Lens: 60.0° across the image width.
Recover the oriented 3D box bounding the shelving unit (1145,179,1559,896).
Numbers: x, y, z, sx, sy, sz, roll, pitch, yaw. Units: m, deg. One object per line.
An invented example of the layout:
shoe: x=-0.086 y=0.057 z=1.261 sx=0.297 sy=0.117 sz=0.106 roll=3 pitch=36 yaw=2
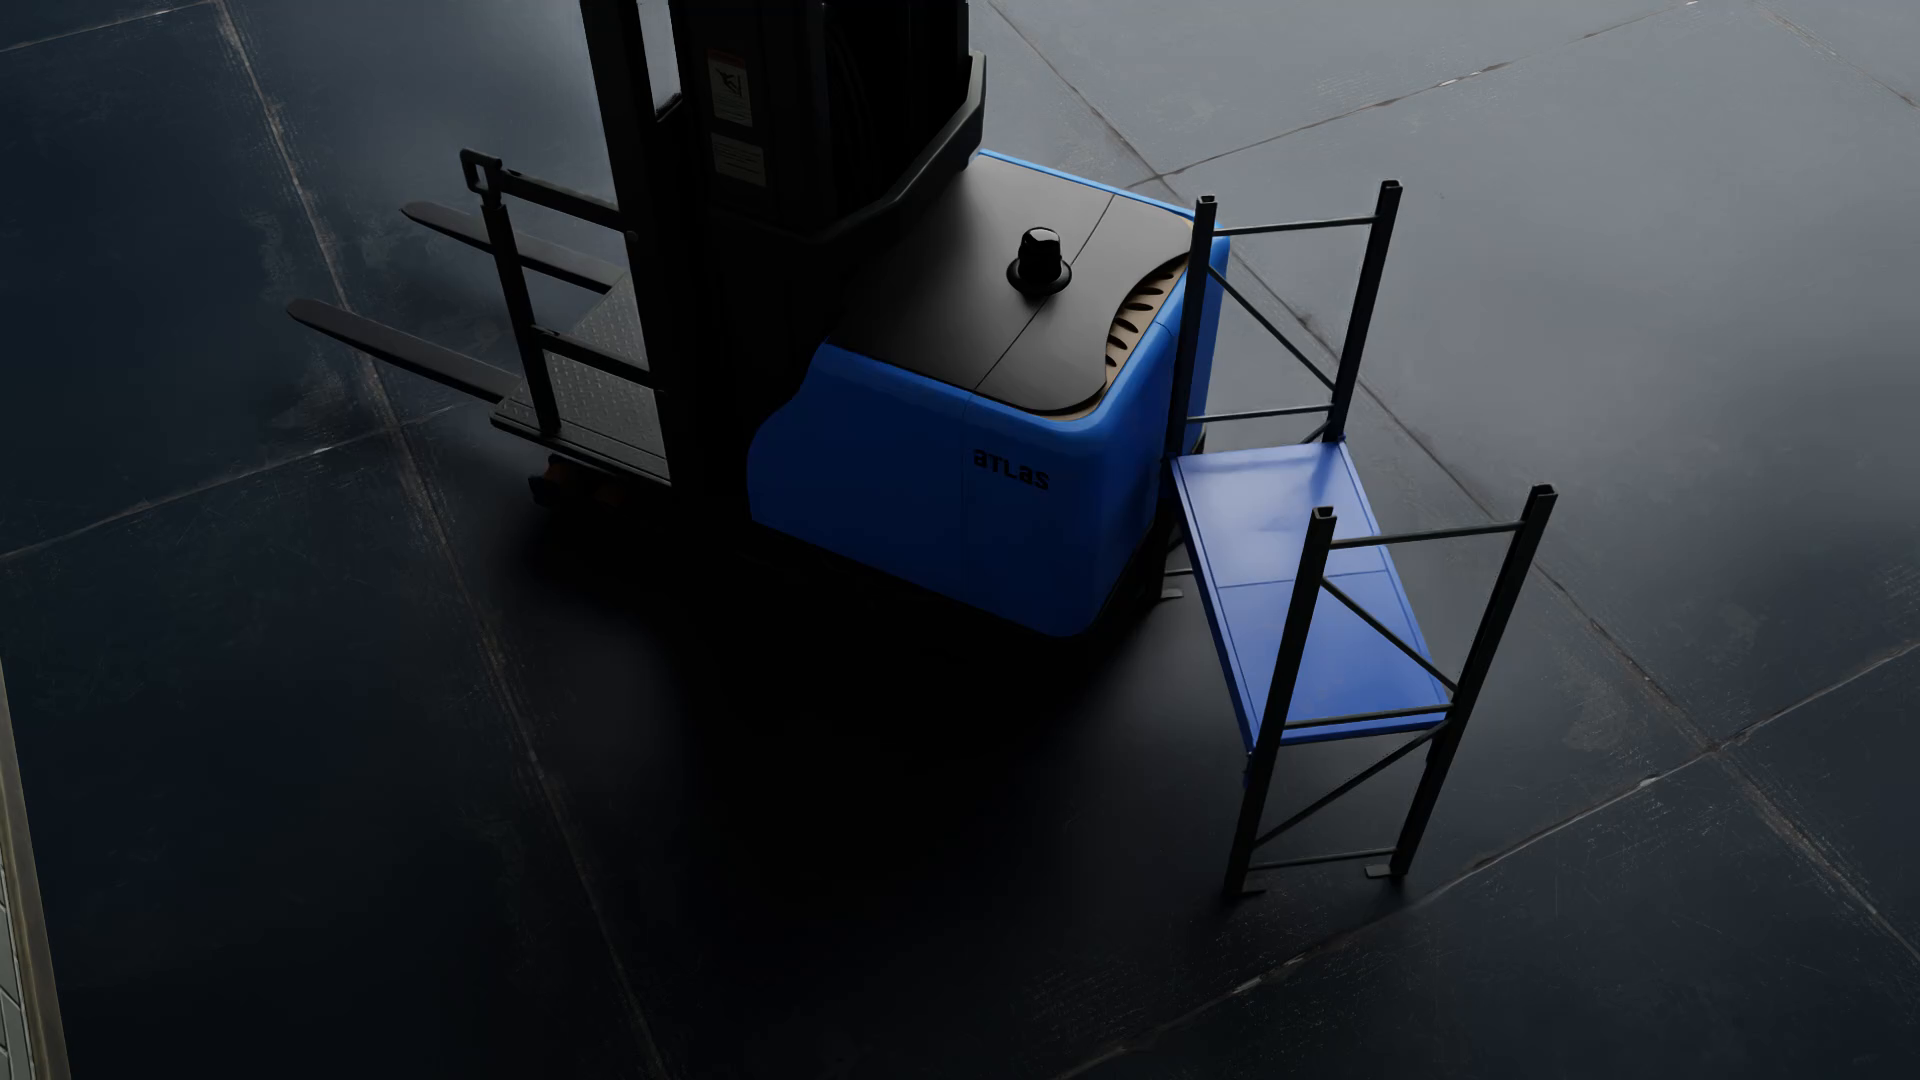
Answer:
shelving unit: x=0.885 y=0.036 z=4.222 sx=0.538 sy=1.500 sz=1.048 roll=-6 pitch=49 yaw=-5

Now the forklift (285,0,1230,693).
forklift: x=-0.789 y=-1.315 z=4.453 sx=3.031 sy=2.935 sz=1.130 roll=21 pitch=52 yaw=17

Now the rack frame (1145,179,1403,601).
rack frame: x=0.817 y=-0.343 z=4.554 sx=0.500 sy=1.500 sz=0.032 roll=-6 pitch=49 yaw=-5

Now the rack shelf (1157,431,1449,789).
rack shelf: x=0.885 y=0.155 z=4.357 sx=0.538 sy=0.185 sz=1.000 roll=-6 pitch=49 yaw=-5

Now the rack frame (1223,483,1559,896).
rack frame: x=0.952 y=0.415 z=3.890 sx=0.500 sy=1.500 sz=0.032 roll=-6 pitch=49 yaw=-5
